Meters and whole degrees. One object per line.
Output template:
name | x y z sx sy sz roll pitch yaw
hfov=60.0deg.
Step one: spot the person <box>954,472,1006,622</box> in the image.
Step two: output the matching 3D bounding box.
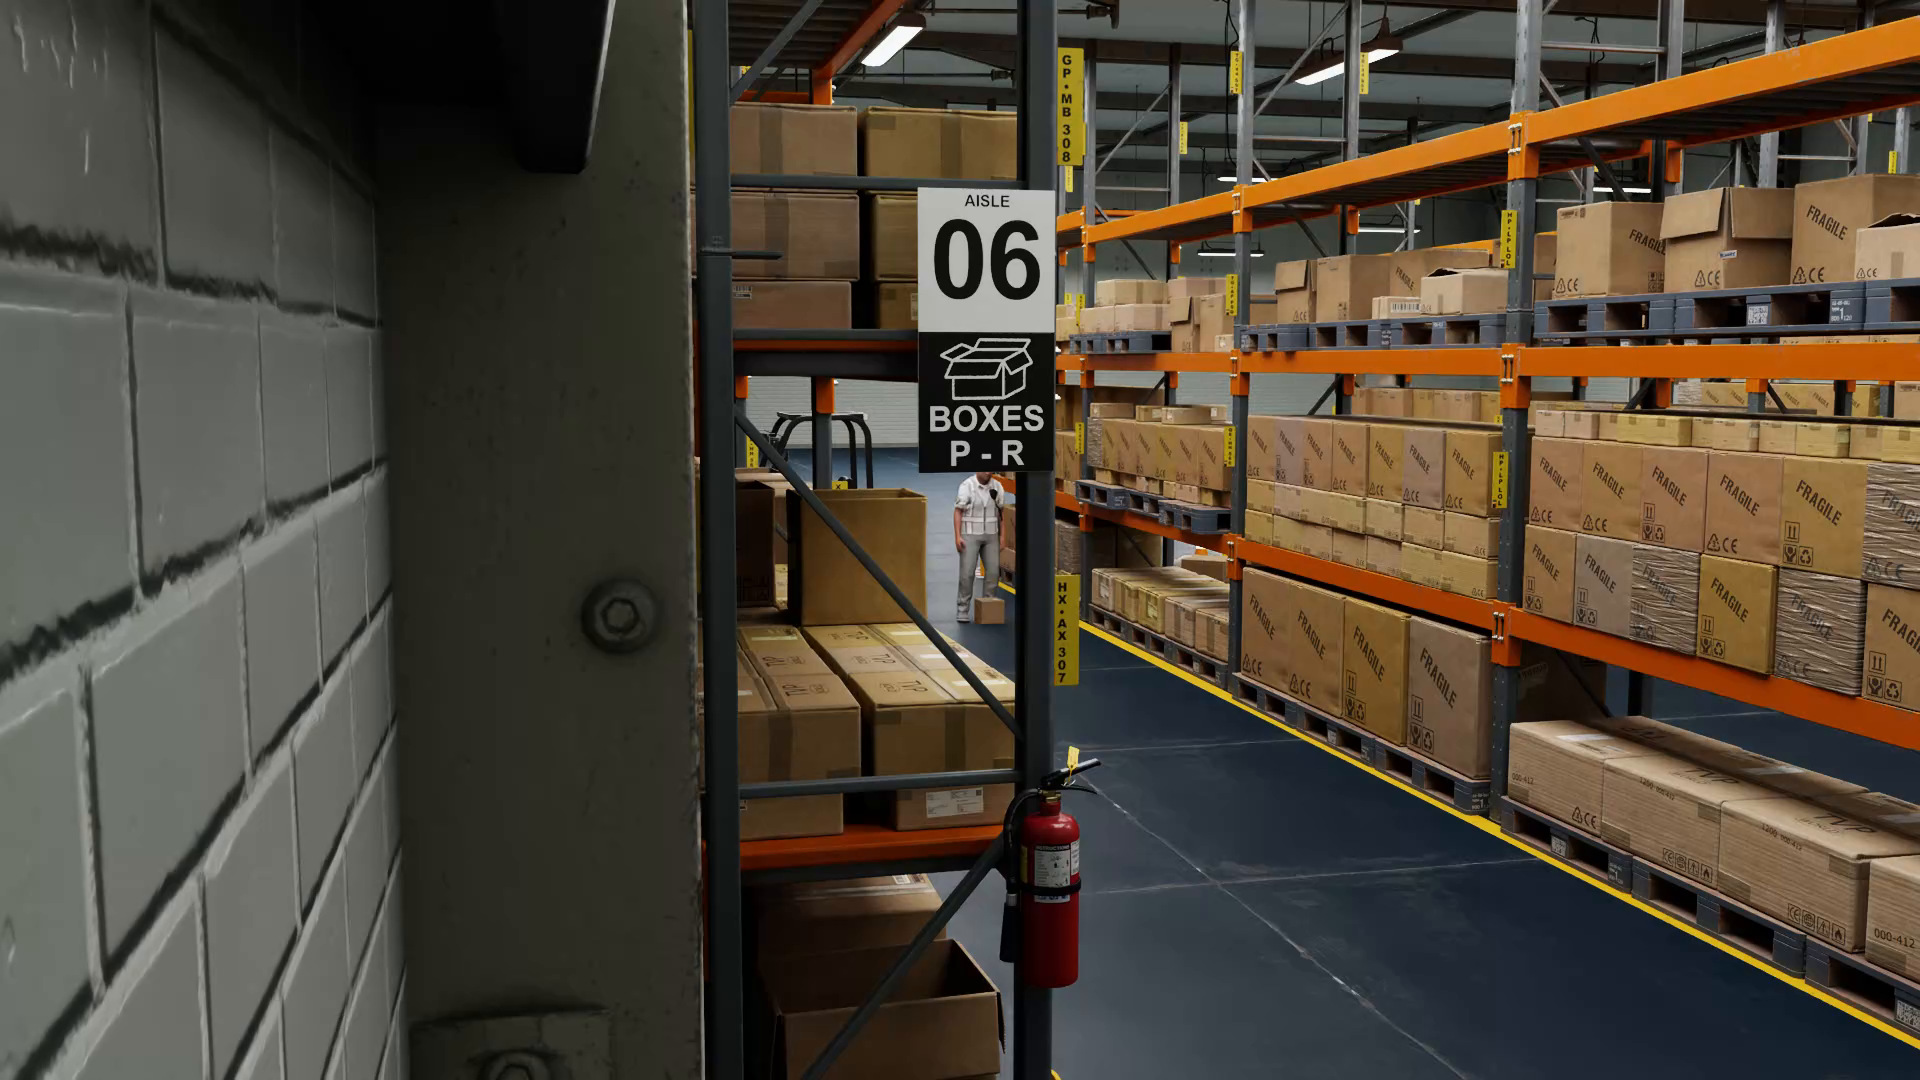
person | 0.208 -0.028 17.649 0.595 1.746 0.439 -2 6 -20
